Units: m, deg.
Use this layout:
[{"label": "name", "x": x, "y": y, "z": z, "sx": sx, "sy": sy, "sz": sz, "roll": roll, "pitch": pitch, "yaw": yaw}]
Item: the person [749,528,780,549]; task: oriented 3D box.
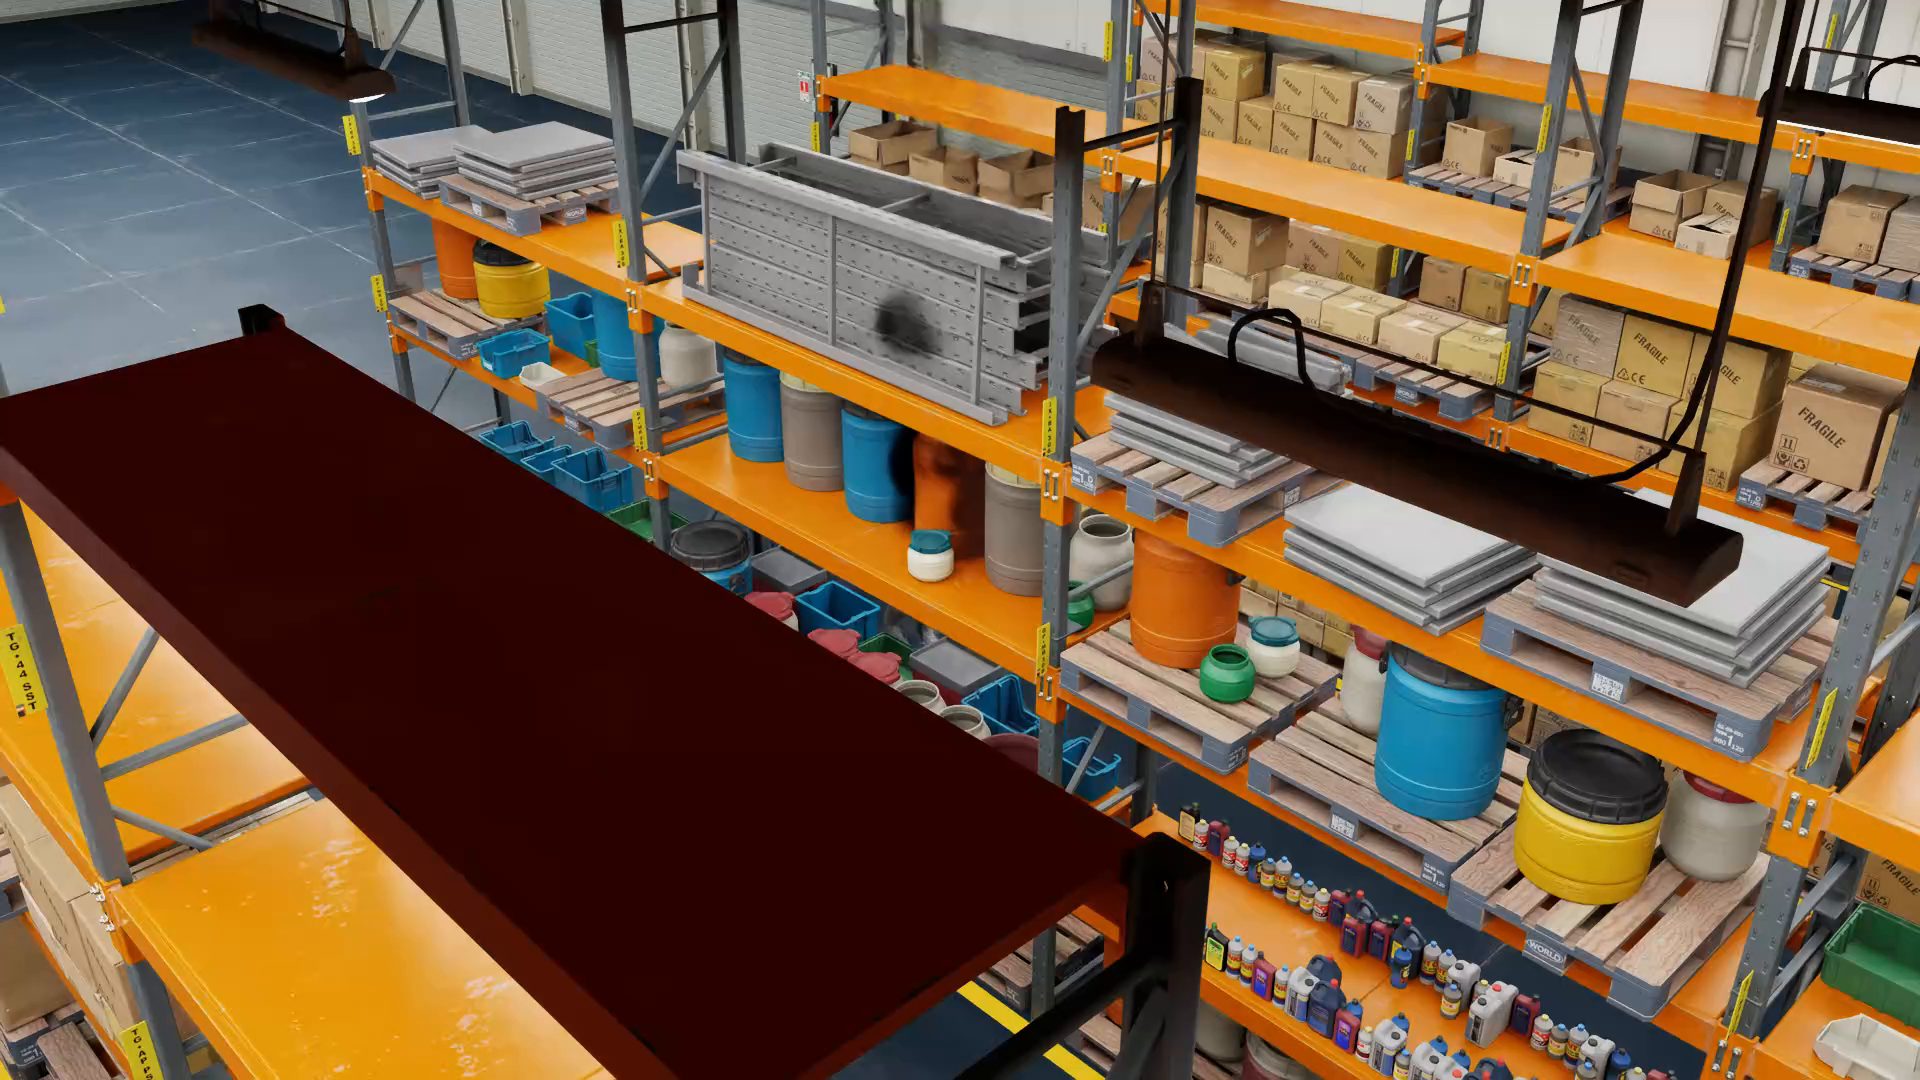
[{"label": "person", "x": -1.737, "y": -0.364, "z": 15.855, "sx": 0.543, "sy": 1.593, "sz": 0.586, "roll": 22, "pitch": 35, "yaw": 35}]

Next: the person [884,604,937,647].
[{"label": "person", "x": -0.382, "y": 0.506, "z": 14.145, "sx": 0.594, "sy": 1.753, "sz": 0.753, "roll": -22, "pitch": 35, "yaw": -35}]
